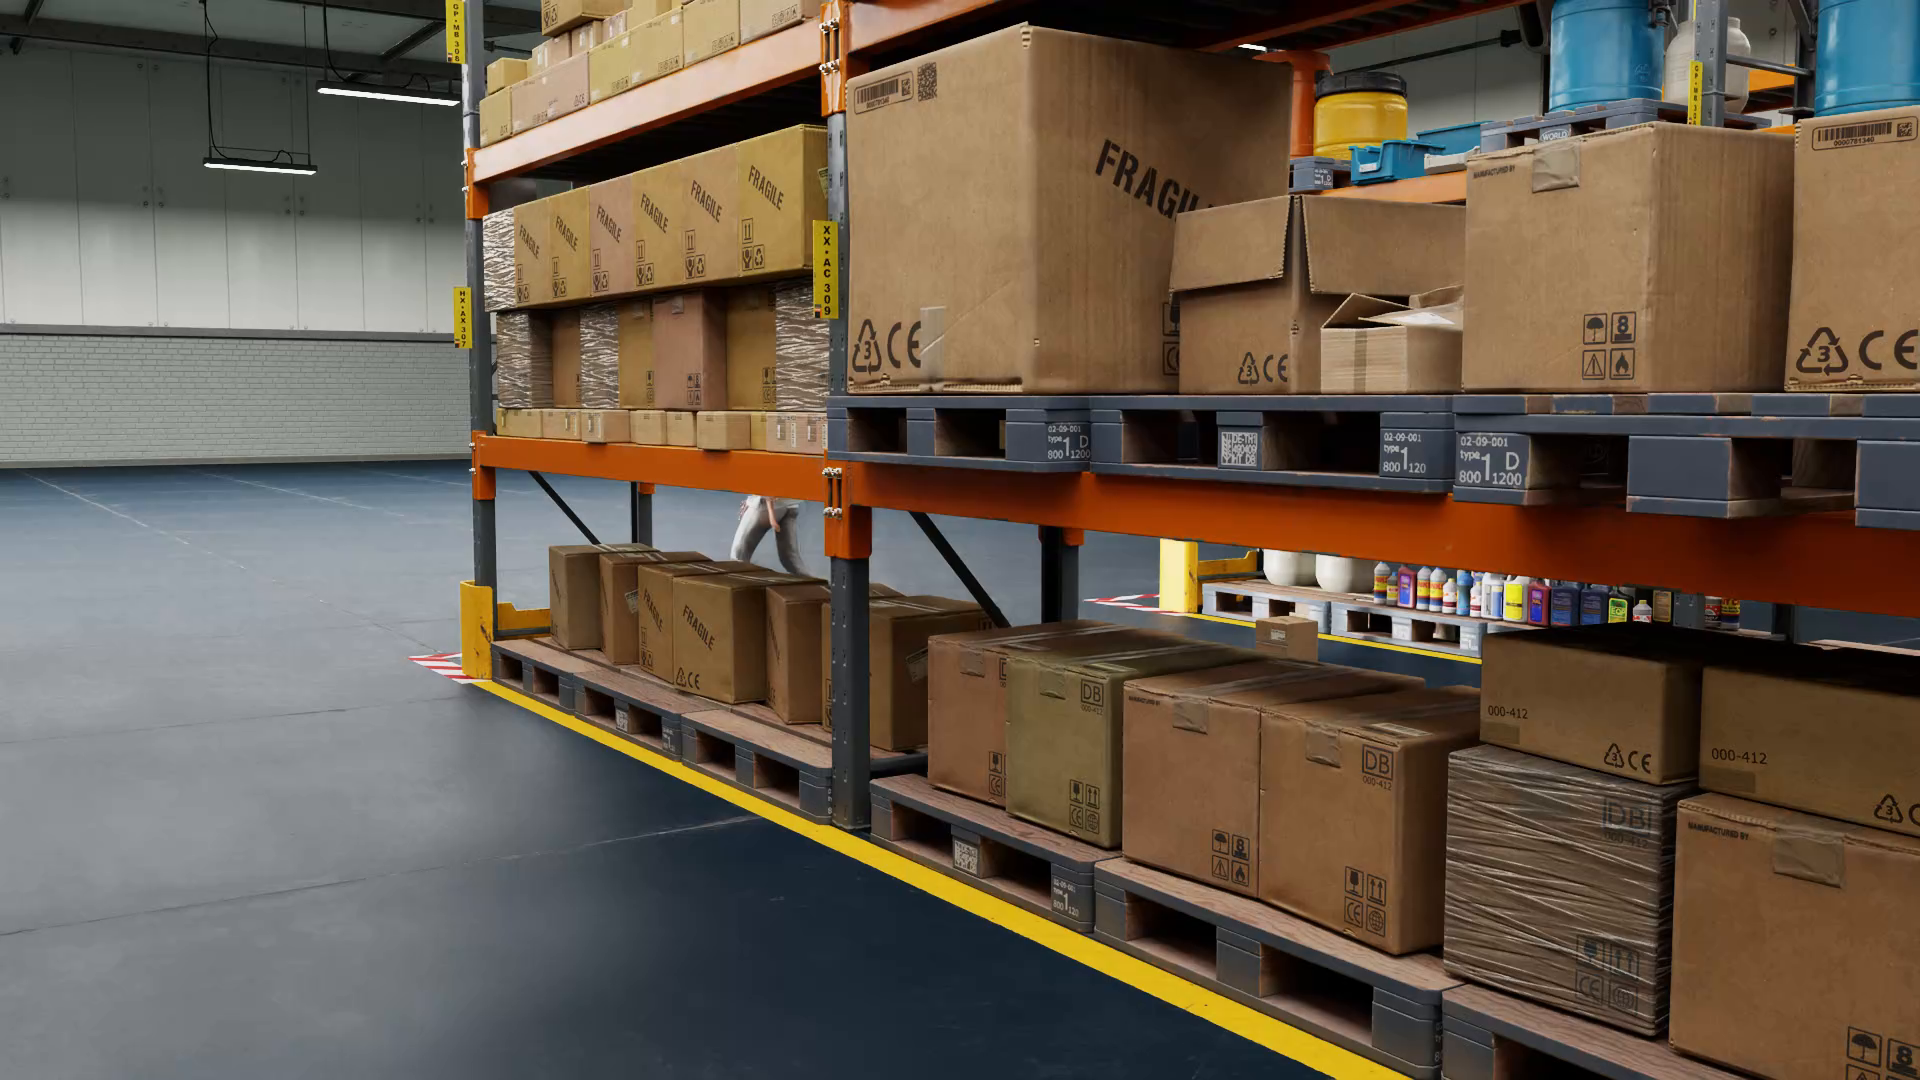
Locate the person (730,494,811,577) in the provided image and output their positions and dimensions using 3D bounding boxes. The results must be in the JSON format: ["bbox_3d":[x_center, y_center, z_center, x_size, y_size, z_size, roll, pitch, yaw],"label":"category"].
[{"bbox_3d":[-1.265,-0.202,10.503,0.853,1.564,0.420,2,5,26],"label":"person"}]
